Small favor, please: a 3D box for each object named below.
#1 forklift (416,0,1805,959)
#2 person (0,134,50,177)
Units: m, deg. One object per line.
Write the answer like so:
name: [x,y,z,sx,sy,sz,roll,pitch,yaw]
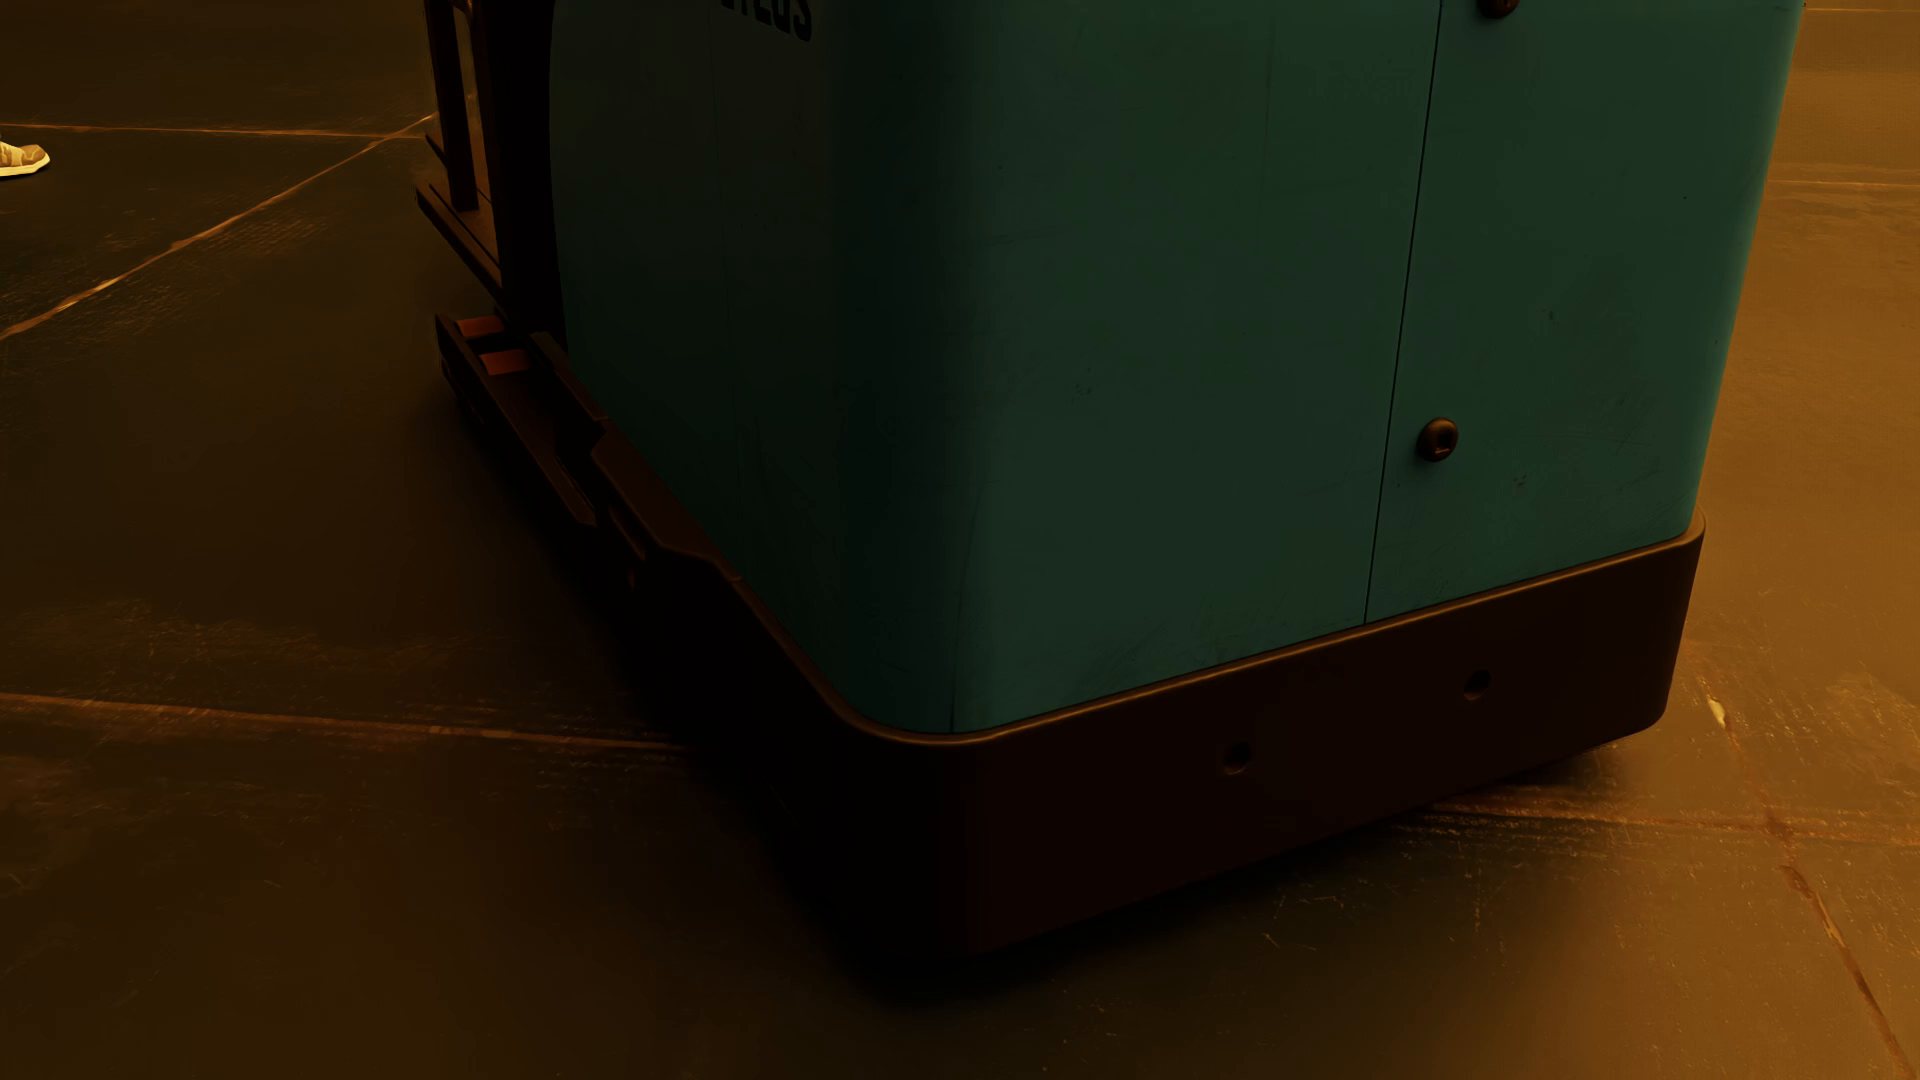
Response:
forklift: [-0.278,-1.548,2.319,1.130,2.935,3.031,-13,29,-24]
person: [-2.729,-1.675,4.104,0.613,1.574,0.448,17,31,30]
